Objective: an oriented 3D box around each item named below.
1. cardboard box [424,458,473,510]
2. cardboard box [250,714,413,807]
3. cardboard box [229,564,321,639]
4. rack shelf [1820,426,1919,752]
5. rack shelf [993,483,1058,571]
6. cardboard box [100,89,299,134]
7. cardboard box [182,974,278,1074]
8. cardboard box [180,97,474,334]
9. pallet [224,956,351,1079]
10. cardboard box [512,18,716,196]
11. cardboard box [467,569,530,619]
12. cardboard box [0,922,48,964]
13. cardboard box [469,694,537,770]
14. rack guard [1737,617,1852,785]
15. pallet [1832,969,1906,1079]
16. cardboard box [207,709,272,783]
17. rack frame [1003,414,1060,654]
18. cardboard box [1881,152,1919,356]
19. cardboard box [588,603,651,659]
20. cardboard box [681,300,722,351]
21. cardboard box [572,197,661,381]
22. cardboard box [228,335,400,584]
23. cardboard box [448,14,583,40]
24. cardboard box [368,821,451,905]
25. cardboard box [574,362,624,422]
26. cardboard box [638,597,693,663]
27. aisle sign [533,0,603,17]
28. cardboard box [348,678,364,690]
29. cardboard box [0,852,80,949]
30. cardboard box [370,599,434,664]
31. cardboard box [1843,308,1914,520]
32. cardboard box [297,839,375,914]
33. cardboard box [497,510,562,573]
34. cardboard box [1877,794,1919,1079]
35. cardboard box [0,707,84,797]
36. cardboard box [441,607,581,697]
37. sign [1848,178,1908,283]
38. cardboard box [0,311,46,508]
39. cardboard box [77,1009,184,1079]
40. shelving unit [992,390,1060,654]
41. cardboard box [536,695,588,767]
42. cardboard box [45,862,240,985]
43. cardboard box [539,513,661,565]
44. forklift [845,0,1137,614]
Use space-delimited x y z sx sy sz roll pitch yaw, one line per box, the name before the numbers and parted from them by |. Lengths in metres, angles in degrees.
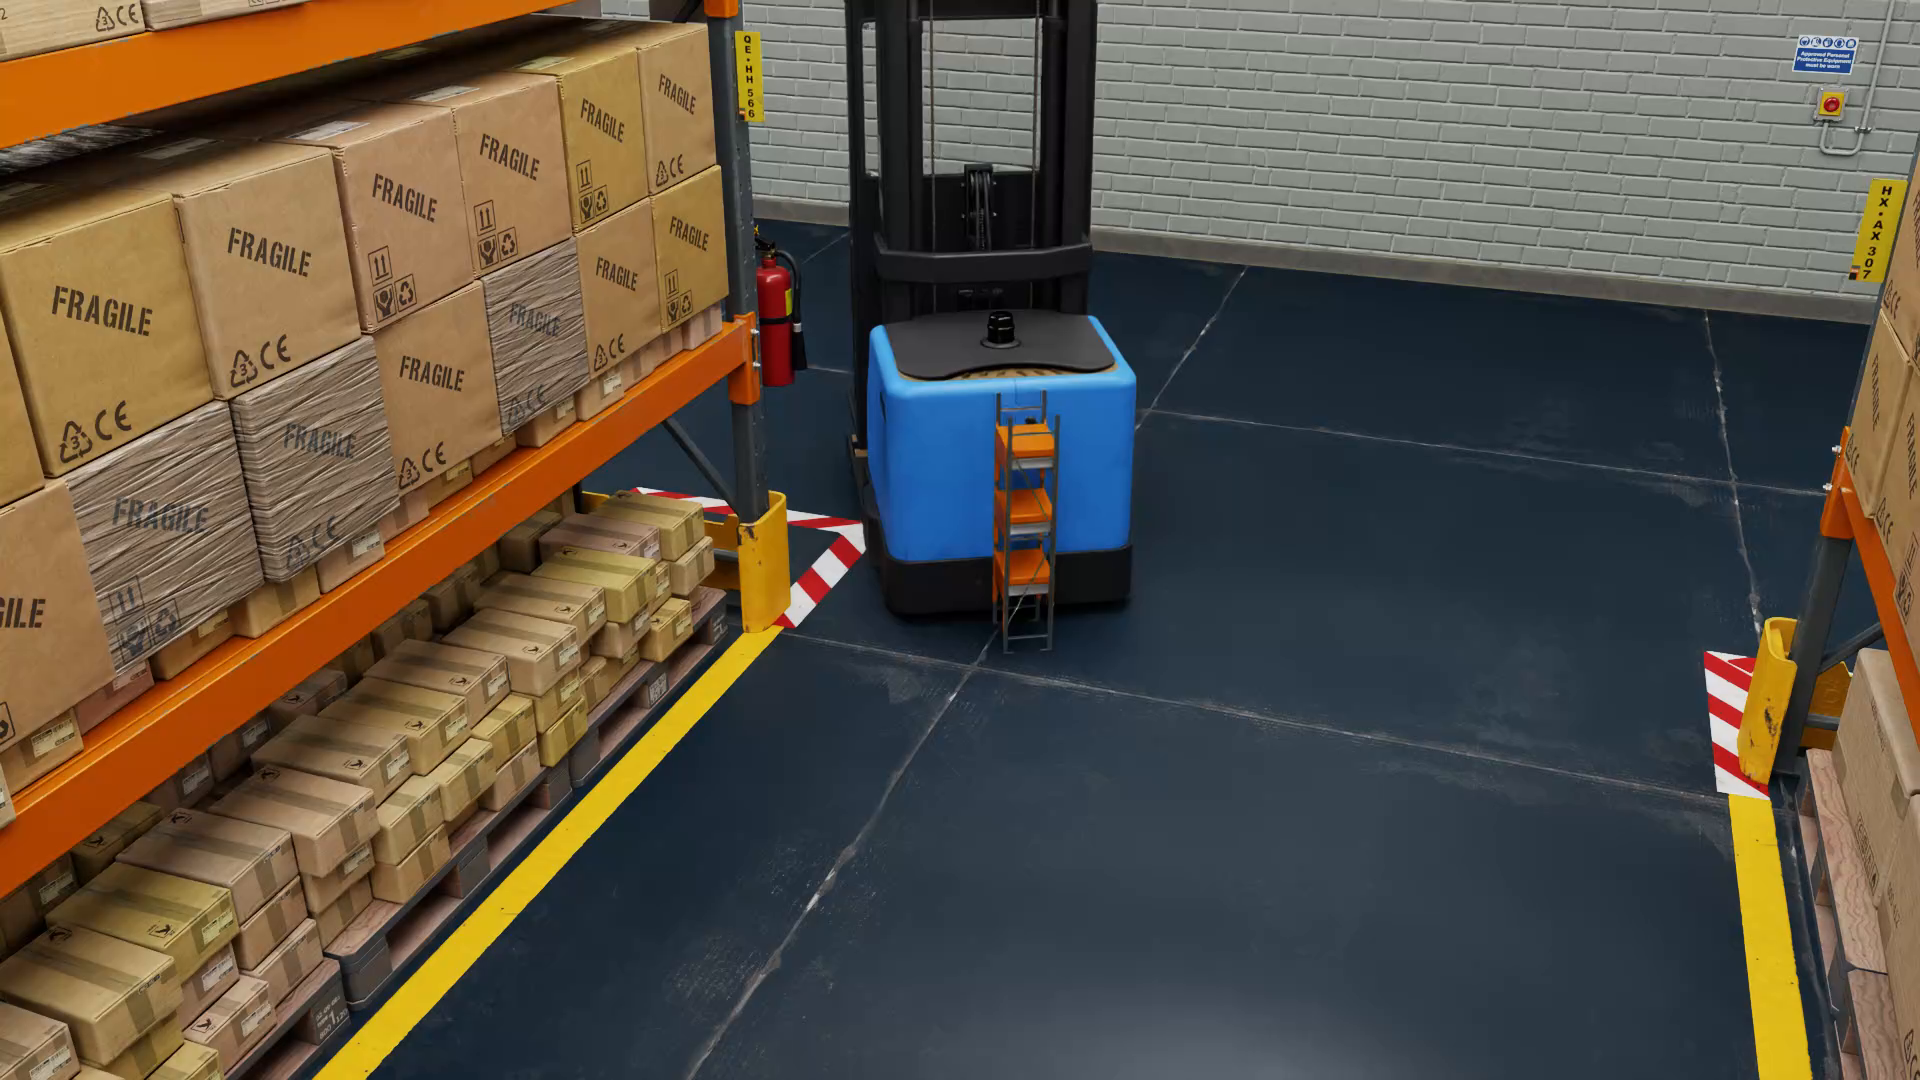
cardboard box | -1.721 -0.223 5.057 0.380 0.149 0.250 9 27 18
cardboard box | -1.891 0.677 5.017 0.380 0.149 0.250 8 27 15
cardboard box | -1.926 0.110 4.370 0.380 0.149 0.250 9 27 18
rack shelf | 2.741 0.683 3.723 1.077 0.370 4.000 9 27 17
rack shelf | 0.259 -0.053 6.669 0.215 0.259 0.240 -4 28 -8
cardboard box | -2.217 -0.993 4.756 0.500 0.500 0.500 8 27 16
cardboard box | -2.079 1.277 4.461 0.380 0.149 0.250 9 27 17
cardboard box | -1.718 -0.903 4.569 0.500 0.500 0.500 8 27 16
pallet | -2.436 1.479 4.454 1.003 0.211 1.213 9 27 17
cardboard box | -1.212 -1.544 5.893 0.500 0.500 0.500 8 27 16
cardboard box | -1.853 0.217 6.308 0.380 0.149 0.250 9 27 18
cardboard box | -2.670 1.064 4.559 0.380 0.149 0.250 8 27 16
cardboard box | -1.635 0.611 5.495 0.380 0.149 0.250 10 28 20
rack guard | 3.415 0.652 5.829 1.175 0.500 0.348 9 27 17
pallet | 2.807 1.632 4.137 1.003 0.211 1.213 9 27 17
cardboard box | -2.388 0.600 5.175 0.380 0.149 0.250 8 27 16
rack frame | 0.278 -0.006 6.558 0.200 1.050 0.008 -4 28 -8
cardboard box | 2.979 -0.802 4.702 0.500 0.500 0.500 8 27 16
cardboard box | -1.372 0.293 6.151 0.380 0.149 0.250 8 27 15
cardboard box | -1.137 -0.851 6.354 0.380 0.149 0.250 9 27 18
cardboard box | -1.378 -0.885 5.680 0.500 0.500 0.500 8 27 17
cardboard box | -1.864 -0.247 4.363 0.500 0.500 0.500 8 27 16
cardboard box | -1.694 -1.622 6.055 0.500 0.500 0.500 9 27 17
cardboard box | -1.808 0.957 5.122 0.380 0.149 0.250 8 27 16
cardboard box | -1.387 -0.541 5.713 0.380 0.149 0.250 9 27 19
cardboard box | -1.263 0.322 6.433 0.380 0.149 0.250 10 27 19
aisle sign | -1.553 -2.383 6.246 0.394 0.787 0.004 9 27 17
cardboard box | -2.091 0.547 5.627 0.380 0.149 0.250 10 28 20
cardboard box | -2.629 0.933 4.488 0.380 0.149 0.250 8 27 17
cardboard box | -2.078 0.295 5.804 0.380 0.149 0.250 10 28 19
cardboard box | 2.977 -0.352 4.921 0.500 0.500 0.500 9 27 17
cardboard box | -1.950 0.920 4.856 0.380 0.149 0.250 10 28 20
cardboard box | -1.768 -0.016 6.448 0.380 0.149 0.250 9 27 18
cardboard box | 2.985 1.164 4.361 0.875 0.438 0.875 9 27 19
cardboard box | -2.207 0.432 3.704 0.380 0.149 0.250 10 27 19
cardboard box | -1.519 0.377 5.636 0.380 0.149 0.250 10 28 19
sign | 2.886 -0.971 5.229 0.100 0.325 0.005 9 27 17
cardboard box | -2.246 -0.274 3.271 0.500 0.500 0.500 9 27 19
cardboard box | -2.204 1.245 4.184 0.380 0.149 0.250 9 27 18
shelving unit | 0.259 -0.062 6.664 0.215 1.050 0.252 -4 28 -8
cardboard box | -1.528 0.635 5.785 0.380 0.149 0.250 8 27 15
cardboard box | -2.130 1.004 4.342 0.380 0.149 0.250 8 27 17
cardboard box | -1.370 0.036 6.339 0.380 0.149 0.250 9 27 18
forklift | 0.015 -1.624 7.741 1.130 2.935 3.031 -3 26 -7
